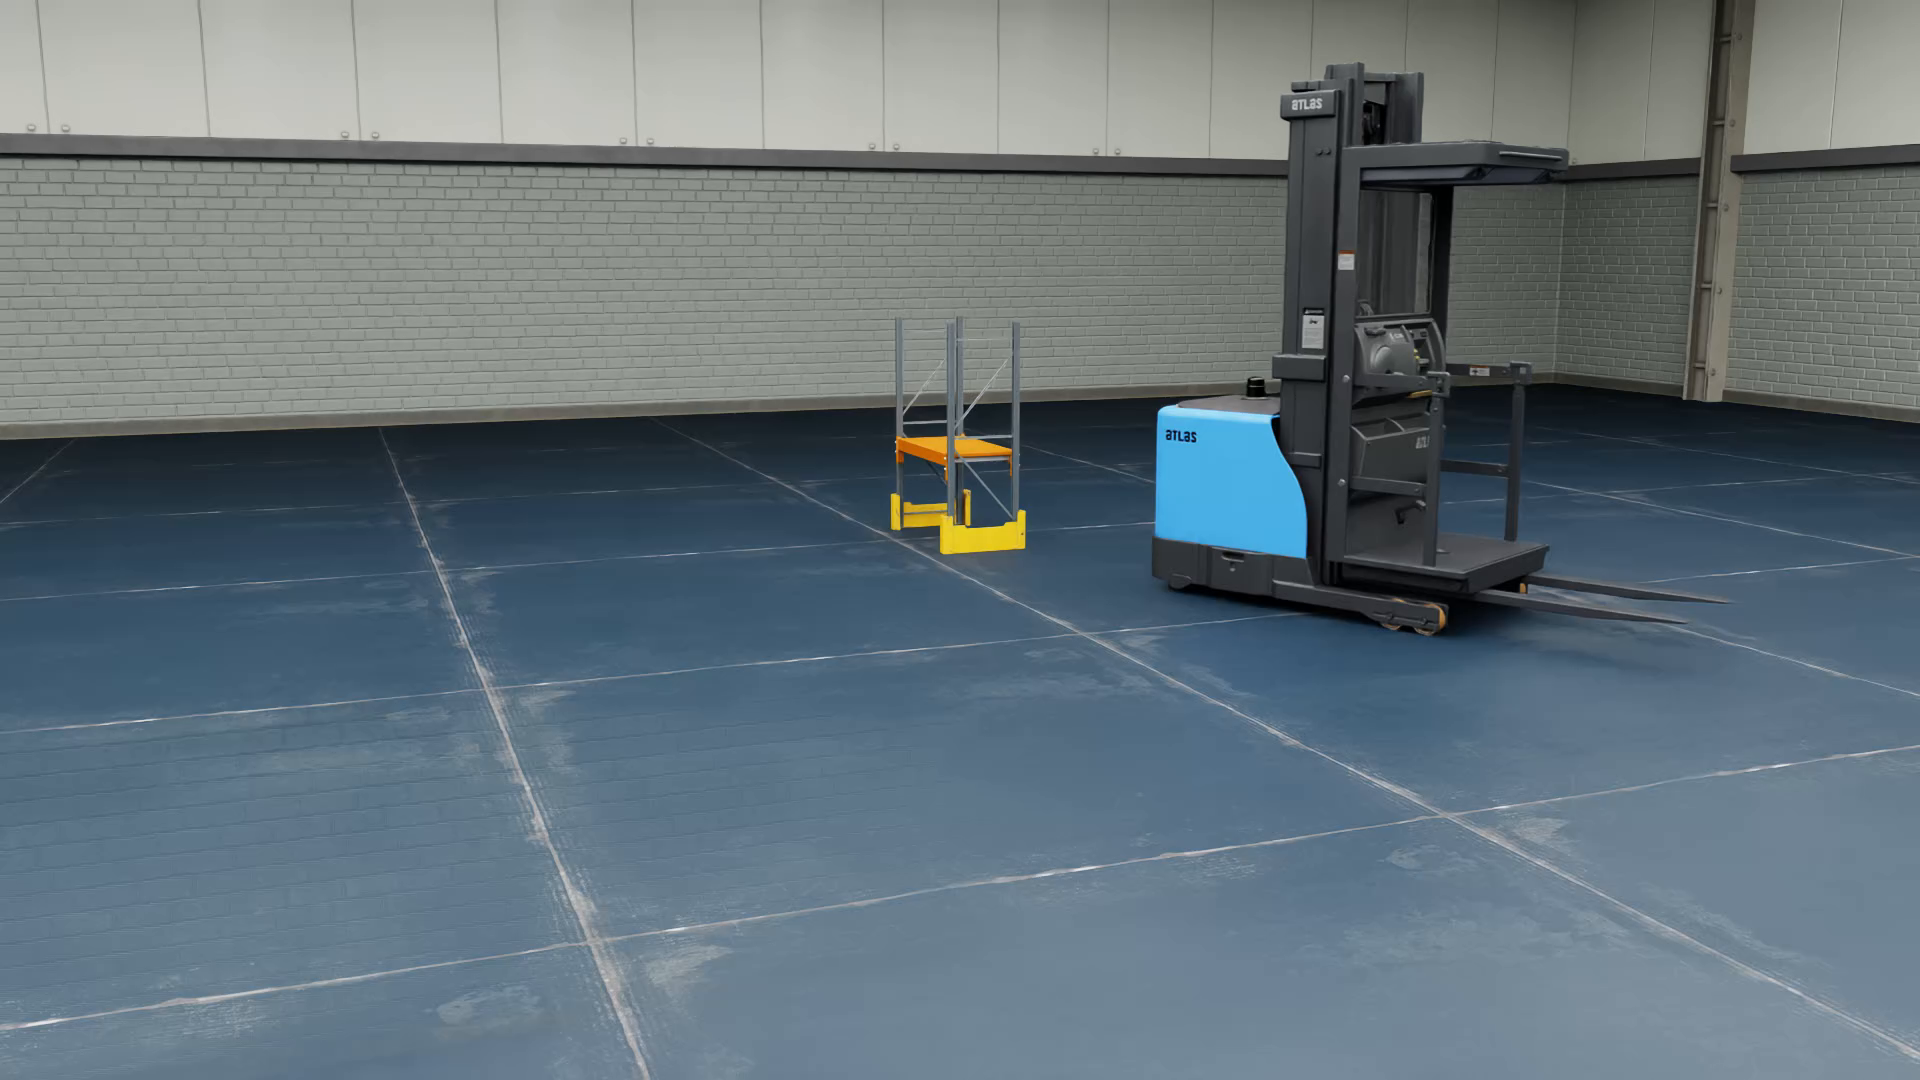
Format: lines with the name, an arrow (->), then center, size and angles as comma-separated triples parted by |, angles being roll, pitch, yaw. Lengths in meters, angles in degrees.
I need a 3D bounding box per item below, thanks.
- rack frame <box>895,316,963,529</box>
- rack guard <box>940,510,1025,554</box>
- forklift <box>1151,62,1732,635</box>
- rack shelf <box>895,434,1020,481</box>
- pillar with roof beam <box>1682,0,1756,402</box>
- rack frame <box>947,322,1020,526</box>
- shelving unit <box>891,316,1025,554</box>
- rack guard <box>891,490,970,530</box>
rack frame -> -0.215, -0.835, 11.834 | 0.500, 1.500, 0.032 | -4, 11, -21
rack guard -> 0.153, -0.054, 11.011 | 0.587, 0.250, 0.087 | -4, 11, -21
forklift -> 2.563, -1.050, 8.955 | 3.031, 2.935, 1.130 | 9, 13, 41
rack shelf -> -0.031, -0.575, 11.399 | 0.538, 0.185, 1.000 | -4, 11, -21
pillar with roof beam -> 5.649, -5.973, 19.302 | 9.100, 9.000, 0.400 | -4, 11, -21
rack frame -> 0.153, -0.669, 10.901 | 0.500, 1.500, 0.032 | -4, 11, -21
shelving unit -> -0.028, -0.751, 11.359 | 0.587, 1.500, 1.083 | -4, 11, -21
rack guard -> -0.208, -0.217, 11.925 | 0.587, 0.250, 0.087 | -4, 11, -21
